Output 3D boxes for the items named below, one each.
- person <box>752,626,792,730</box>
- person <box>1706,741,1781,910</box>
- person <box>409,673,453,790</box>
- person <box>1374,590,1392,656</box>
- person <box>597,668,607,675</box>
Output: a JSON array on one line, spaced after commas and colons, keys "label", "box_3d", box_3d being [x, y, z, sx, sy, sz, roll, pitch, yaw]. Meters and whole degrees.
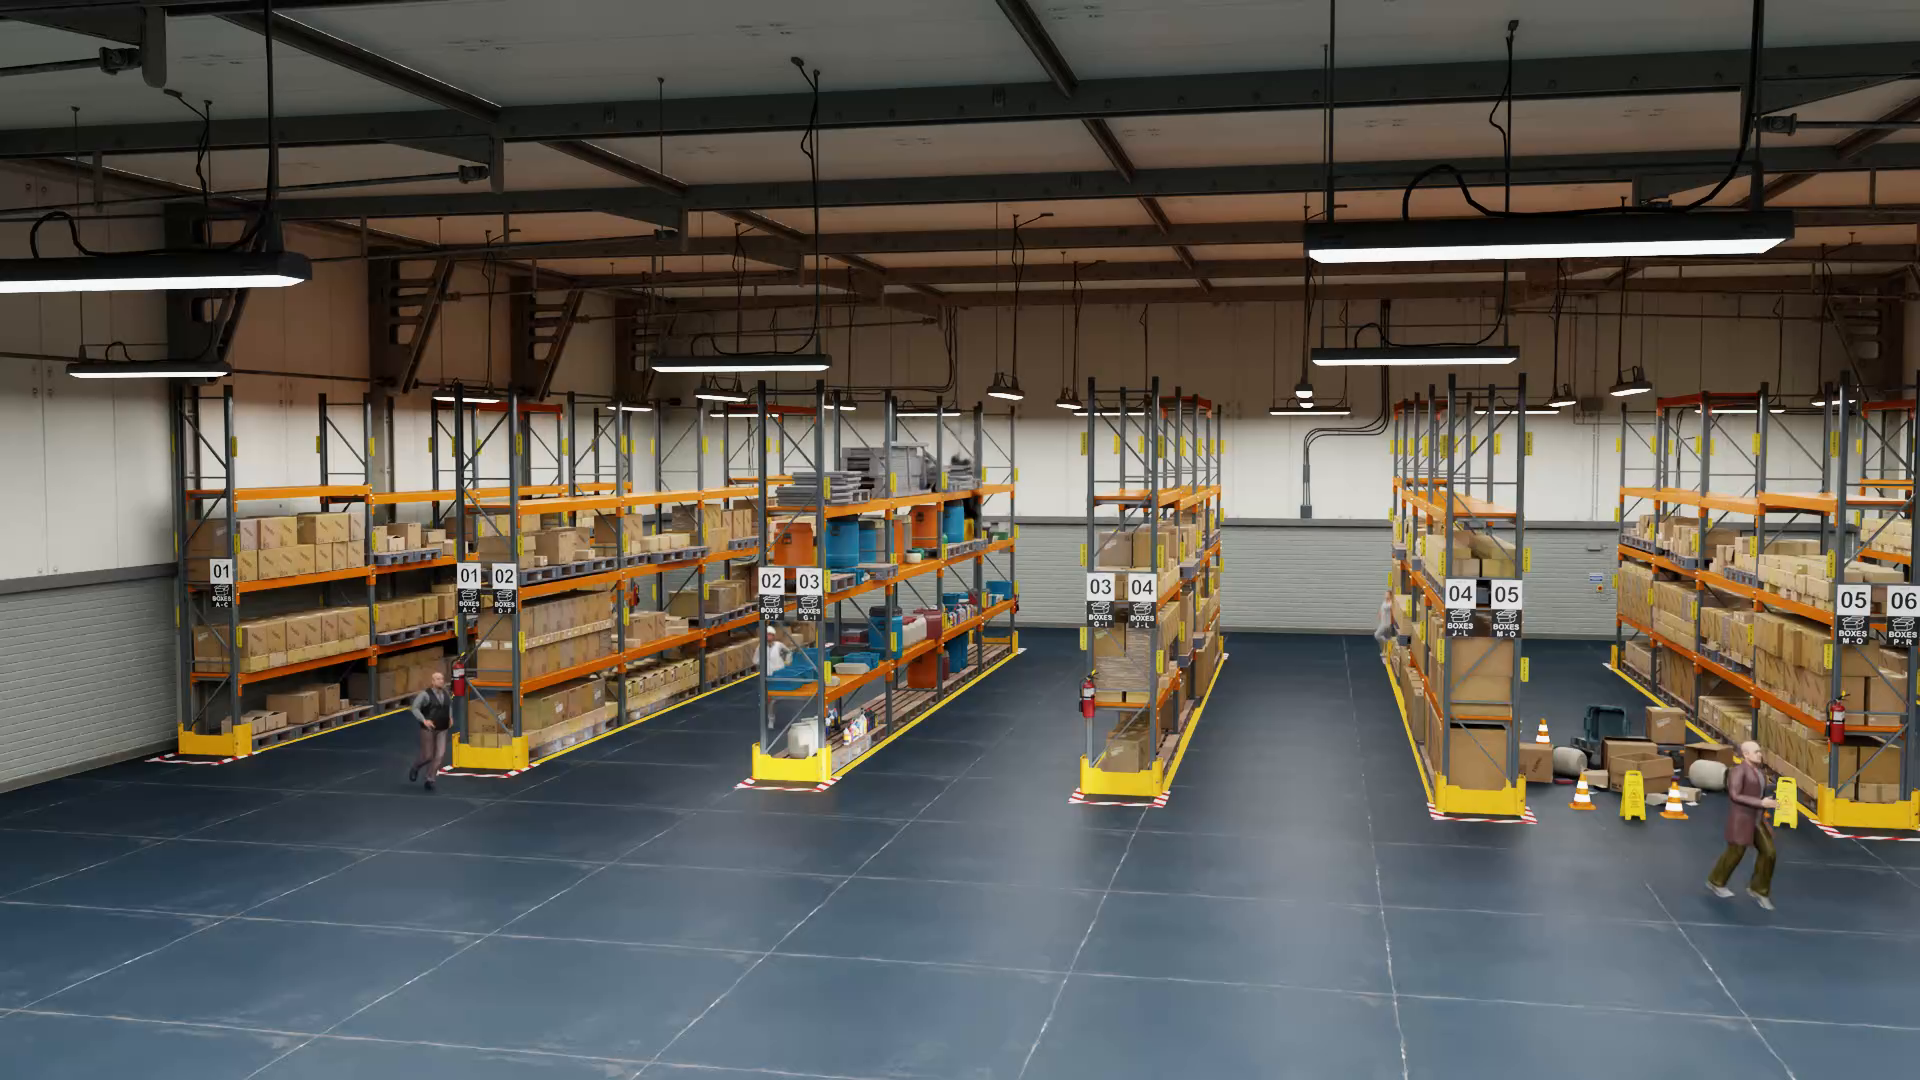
[{"label": "person", "box_3d": [-3.376, 2.442, 29.888, 0.665, 1.806, 0.954, 1, 3, 10]}, {"label": "person", "box_3d": [8.593, 3.160, 18.169, 0.735, 1.779, 0.836, -2, 4, -33]}, {"label": "person", "box_3d": [-7.765, 2.796, 24.551, 0.618, 1.683, 0.693, 3, 4, 41]}, {"label": "person", "box_3d": [10.116, 1.981, 39.493, 0.578, 1.620, 0.625, -1, 3, -12]}, {"label": "person", "box_3d": [-7.336, 2.220, 33.865, 0.634, 1.795, 0.655, 1, 3, 10]}]
